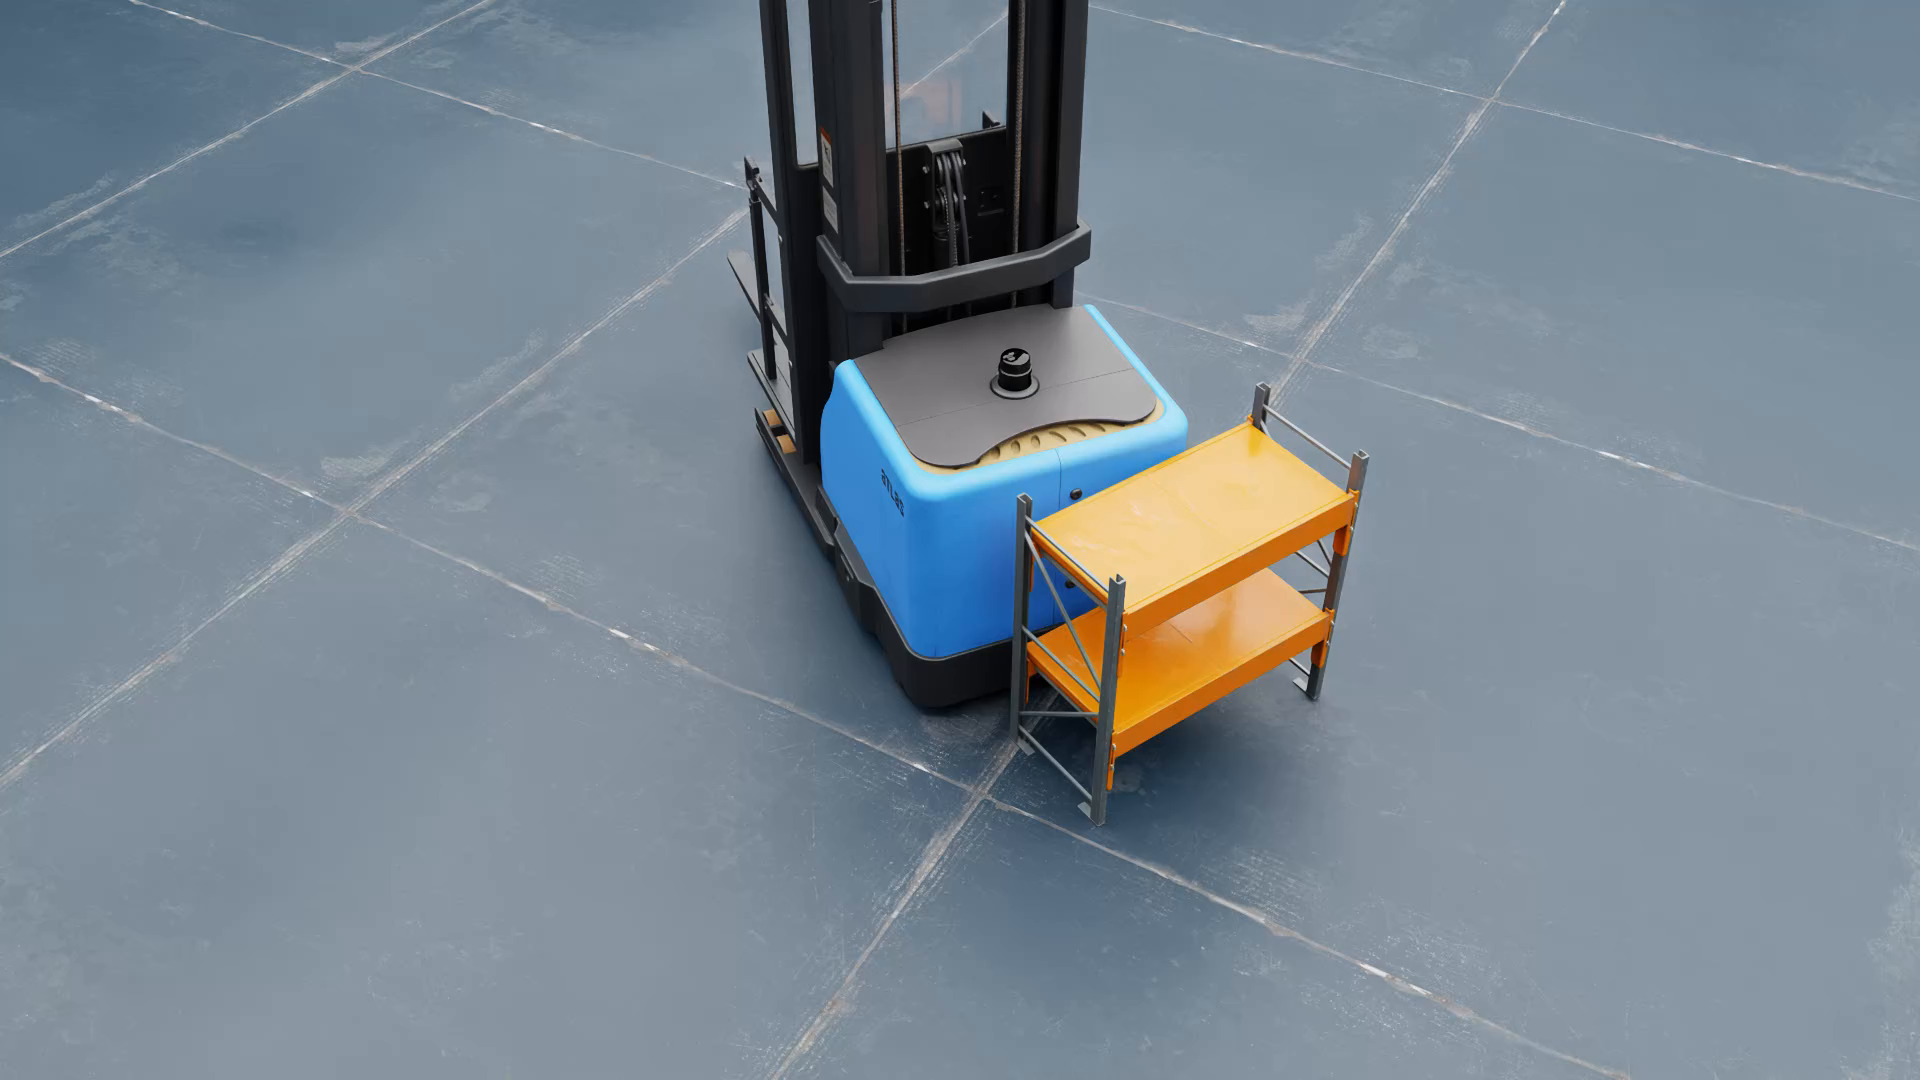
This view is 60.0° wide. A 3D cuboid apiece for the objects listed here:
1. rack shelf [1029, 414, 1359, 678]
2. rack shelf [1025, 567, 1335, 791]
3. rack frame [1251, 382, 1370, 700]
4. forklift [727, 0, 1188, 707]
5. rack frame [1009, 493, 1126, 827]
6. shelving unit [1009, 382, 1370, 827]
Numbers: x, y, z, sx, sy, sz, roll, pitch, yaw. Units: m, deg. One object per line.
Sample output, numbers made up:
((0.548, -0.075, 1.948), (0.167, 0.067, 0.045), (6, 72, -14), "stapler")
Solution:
((0.749, -0.002, 5.458), (1.000, 0.278, 0.538), (-25, 47, -26), "rack shelf")
((0.749, 0.401, 5.813), (1.000, 0.278, 0.538), (-25, 47, -26), "rack shelf")
((1.162, 0.023, 5.873), (0.032, 1.125, 0.500), (-25, 47, -26), "rack frame")
((-0.235, -1.481, 6.214), (1.130, 2.935, 3.031), (-15, 44, -16), "forklift")
((0.335, 0.413, 5.430), (0.032, 1.125, 0.500), (-25, 47, -26), "rack frame")
((0.749, 0.218, 5.652), (1.048, 1.125, 0.538), (-25, 47, -26), "shelving unit")
